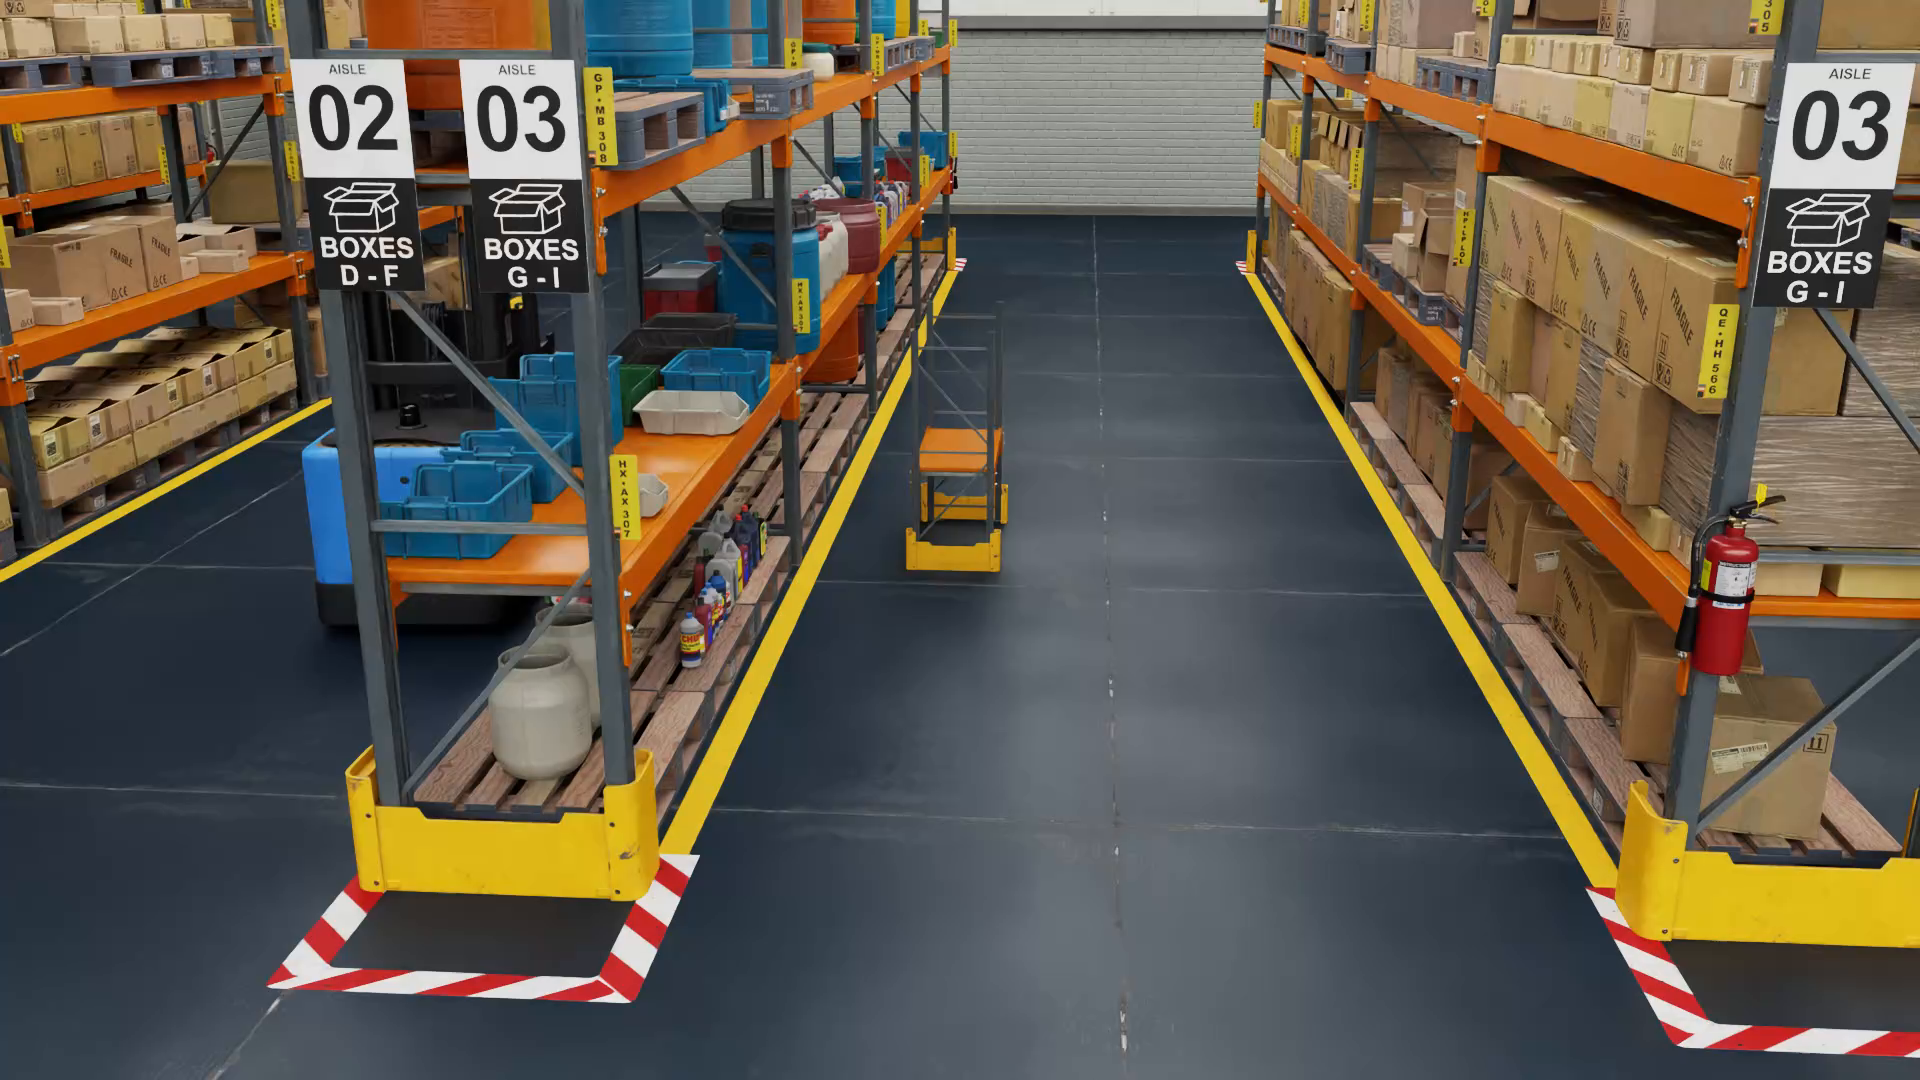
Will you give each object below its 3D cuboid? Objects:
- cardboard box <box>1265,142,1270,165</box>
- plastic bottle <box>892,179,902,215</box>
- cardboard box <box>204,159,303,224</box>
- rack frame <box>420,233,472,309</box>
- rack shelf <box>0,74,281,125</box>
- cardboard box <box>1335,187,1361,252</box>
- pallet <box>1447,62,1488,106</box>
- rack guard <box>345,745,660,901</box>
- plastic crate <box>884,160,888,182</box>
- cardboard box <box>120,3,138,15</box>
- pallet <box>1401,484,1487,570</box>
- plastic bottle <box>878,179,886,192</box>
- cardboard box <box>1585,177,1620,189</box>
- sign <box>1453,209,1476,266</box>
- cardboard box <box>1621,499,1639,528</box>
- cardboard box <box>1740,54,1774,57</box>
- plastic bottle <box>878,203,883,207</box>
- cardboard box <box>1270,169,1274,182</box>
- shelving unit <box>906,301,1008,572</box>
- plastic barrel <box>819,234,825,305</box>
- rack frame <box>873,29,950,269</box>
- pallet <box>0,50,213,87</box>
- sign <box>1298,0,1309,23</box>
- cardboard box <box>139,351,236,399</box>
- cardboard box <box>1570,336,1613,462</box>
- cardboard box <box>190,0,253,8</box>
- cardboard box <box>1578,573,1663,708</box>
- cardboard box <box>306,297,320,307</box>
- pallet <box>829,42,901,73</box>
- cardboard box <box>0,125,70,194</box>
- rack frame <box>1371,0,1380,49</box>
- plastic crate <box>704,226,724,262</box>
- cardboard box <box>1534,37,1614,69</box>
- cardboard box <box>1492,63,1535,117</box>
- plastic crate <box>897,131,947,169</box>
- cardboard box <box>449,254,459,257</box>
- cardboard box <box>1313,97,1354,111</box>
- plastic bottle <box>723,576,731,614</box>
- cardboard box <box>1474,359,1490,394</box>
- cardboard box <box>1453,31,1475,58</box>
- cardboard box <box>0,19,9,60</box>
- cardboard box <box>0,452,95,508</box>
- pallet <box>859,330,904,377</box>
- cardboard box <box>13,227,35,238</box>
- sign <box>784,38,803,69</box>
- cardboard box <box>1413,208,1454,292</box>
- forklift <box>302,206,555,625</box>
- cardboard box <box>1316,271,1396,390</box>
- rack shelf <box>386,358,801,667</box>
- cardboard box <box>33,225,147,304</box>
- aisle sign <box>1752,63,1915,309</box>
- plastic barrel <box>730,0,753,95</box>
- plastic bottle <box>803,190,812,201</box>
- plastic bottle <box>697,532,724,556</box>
[{"bbox_3d":[3.969,-4.663,20.099,0.500,0.250,0.500,1,18,3],"label":"cardboard box"},{"bbox_3d":[-0.663,-3.449,16.712,0.144,0.351,0.185,1,18,4],"label":"plastic bottle"},{"bbox_3d":[-6.218,-3.080,14.671,0.700,0.500,0.500,-5,19,-15],"label":"cardboard box"},{"bbox_3d":[-5.864,-3.877,17.939,1.000,3.000,0.127,1,18,4],"label":"rack frame"},{"bbox_3d":[-6.294,-3.098,11.897,1.077,0.370,4.000,1,18,4],"label":"rack shelf"},{"bbox_3d":[3.560,-2.774,14.411,0.500,0.500,0.500,1,18,3],"label":"cardboard box"},{"bbox_3d":[3.594,-2.696,9.818,1.213,0.211,1.003,1,18,4],"label":"pallet"},{"bbox_3d":[-1.825,1.124,6.688,1.175,0.500,0.348,1,18,4],"label":"rack guard"},{"bbox_3d":[-0.630,-4.208,19.042,0.437,0.282,0.530,1,18,4],"label":"plastic crate"},{"bbox_3d":[-10.342,-6.435,20.334,0.500,0.250,0.500,1,18,2],"label":"cardboard box"},{"bbox_3d":[3.498,-0.087,10.850,1.003,0.211,1.213,1,18,4],"label":"pallet"},{"bbox_3d":[-0.807,-3.453,16.722,0.144,0.351,0.185,1,18,4],"label":"plastic bottle"},{"bbox_3d":[3.686,-1.689,9.015,0.500,0.500,0.500,1,18,4],"label":"cardboard box"},{"bbox_3d":[2.890,-1.732,9.532,0.100,0.325,0.005,1,18,4],"label":"sign"},{"bbox_3d":[2.990,-0.136,6.923,0.380,0.149,0.250,1,18,4],"label":"cardboard box"},{"bbox_3d":[3.001,-1.643,5.904,0.380,0.149,0.250,1,18,2],"label":"cardboard box"},{"bbox_3d":[-0.738,-2.983,15.418,0.097,0.271,0.097,0,18,0],"label":"plastic bottle"},{"bbox_3d":[3.859,-4.276,19.558,0.380,0.149,0.250,1,18,3],"label":"cardboard box"},{"bbox_3d":[-0.005,-0.689,10.617,0.587,1.500,1.083,1,18,4],"label":"shelving unit"},{"bbox_3d":[-1.157,-1.866,11.581,0.433,0.535,0.433,0,18,0],"label":"plastic barrel"},{"bbox_3d":[-0.637,-5.008,21.389,1.000,3.000,0.127,1,18,4],"label":"rack frame"},{"bbox_3d":[-6.187,-3.411,12.001,1.003,0.211,1.213,2,18,6],"label":"pallet"},{"bbox_3d":[3.463,-5.376,16.737,0.100,0.325,0.005,1,18,4],"label":"sign"},{"bbox_3d":[-6.012,-1.308,12.939,0.500,0.311,0.500,1,18,4],"label":"cardboard box"},{"bbox_3d":[3.219,-0.600,7.297,0.875,0.500,0.500,1,18,4],"label":"cardboard box"},{"bbox_3d":[-6.113,-4.719,13.922,0.500,0.500,0.500,1,18,4],"label":"cardboard box"},{"bbox_3d":[3.291,0.486,7.962,0.500,0.500,0.500,3,18,9],"label":"cardboard box"},{"bbox_3d":[-5.801,-1.954,15.377,0.500,0.500,0.500,1,18,2],"label":"cardboard box"},{"bbox_3d":[-1.058,-4.094,14.087,1.003,0.211,1.213,1,18,4],"label":"pallet"},{"bbox_3d":[-10.750,-4.297,18.739,0.980,0.700,0.700,2,18,5],"label":"cardboard box"},{"bbox_3d":[3.730,-5.264,12.535,1.000,3.000,0.127,1,18,4],"label":"rack frame"},{"bbox_3d":[-1.631,-2.059,12.286,0.402,0.464,0.583,1,18,4],"label":"plastic crate"},{"bbox_3d":[3.121,-2.452,8.371,0.380,0.149,0.250,1,18,4],"label":"cardboard box"},{"bbox_3d":[3.156,-2.391,8.825,0.500,0.250,0.500,1,18,2],"label":"cardboard box"},{"bbox_3d":[-0.474,-4.945,21.044,0.616,0.435,0.499,1,18,4],"label":"plastic crate"},{"bbox_3d":[-6.052,-3.225,19.559,0.500,0.311,0.500,1,18,4],"label":"cardboard box"},{"bbox_3d":[4.531,-5.167,20.433,0.500,0.500,0.500,2,18,5],"label":"cardboard box"},{"bbox_3d":[-1.289,0.294,8.997,0.097,0.201,0.097,0,18,0],"label":"plastic bottle"},{"bbox_3d":[3.097,-0.914,9.298,0.380,0.149,0.250,1,18,4],"label":"cardboard box"},{"bbox_3d":[3.478,-3.269,10.966,0.380,0.166,0.250,1,18,2],"label":"cardboard box"},{"bbox_3d":[-6.383,-3.138,10.431,0.500,0.250,0.500,3,18,10],"label":"cardboard box"},{"bbox_3d":[-6.161,-0.405,11.085,0.500,0.250,0.500,1,18,3],"label":"cardboard box"},{"bbox_3d":[-1.105,-1.822,16.144,1.003,0.211,1.213,1,18,4],"label":"pallet"},{"bbox_3d":[-10.857,-3.496,19.074,0.380,0.149,0.250,1,18,4],"label":"cardboard box"},{"bbox_3d":[-0.949,-2.695,9.499,0.100,0.325,0.005,1,18,4],"label":"sign"},{"bbox_3d":[3.476,-1.960,11.246,0.797,0.503,0.637,3,18,10],"label":"cardboard box"},{"bbox_3d":[-3.091,-1.325,10.259,1.130,2.935,3.031,0,18,-1],"label":"forklift"},{"bbox_3d":[3.800,-1.817,14.387,1.225,0.875,0.875,0,18,1],"label":"cardboard box"},{"bbox_3d":[-1.640,-0.318,8.232,1.077,0.370,4.000,1,18,4],"label":"rack shelf"},{"bbox_3d":[-6.292,-1.998,12.042,0.500,0.500,0.500,1,18,4],"label":"cardboard box"},{"bbox_3d":[2.853,-1.151,5.443,0.394,0.787,0.004,1,18,4],"label":"aisle sign"},{"bbox_3d":[-1.630,-3.311,10.587,0.600,0.901,0.600,0,18,0],"label":"plastic barrel"},{"bbox_3d":[-1.449,-3.137,15.760,0.144,0.351,0.185,1,18,4],"label":"plastic bottle"},{"bbox_3d":[-1.419,0.075,9.545,0.152,0.276,0.135,1,18,4],"label":"plastic bottle"}]
